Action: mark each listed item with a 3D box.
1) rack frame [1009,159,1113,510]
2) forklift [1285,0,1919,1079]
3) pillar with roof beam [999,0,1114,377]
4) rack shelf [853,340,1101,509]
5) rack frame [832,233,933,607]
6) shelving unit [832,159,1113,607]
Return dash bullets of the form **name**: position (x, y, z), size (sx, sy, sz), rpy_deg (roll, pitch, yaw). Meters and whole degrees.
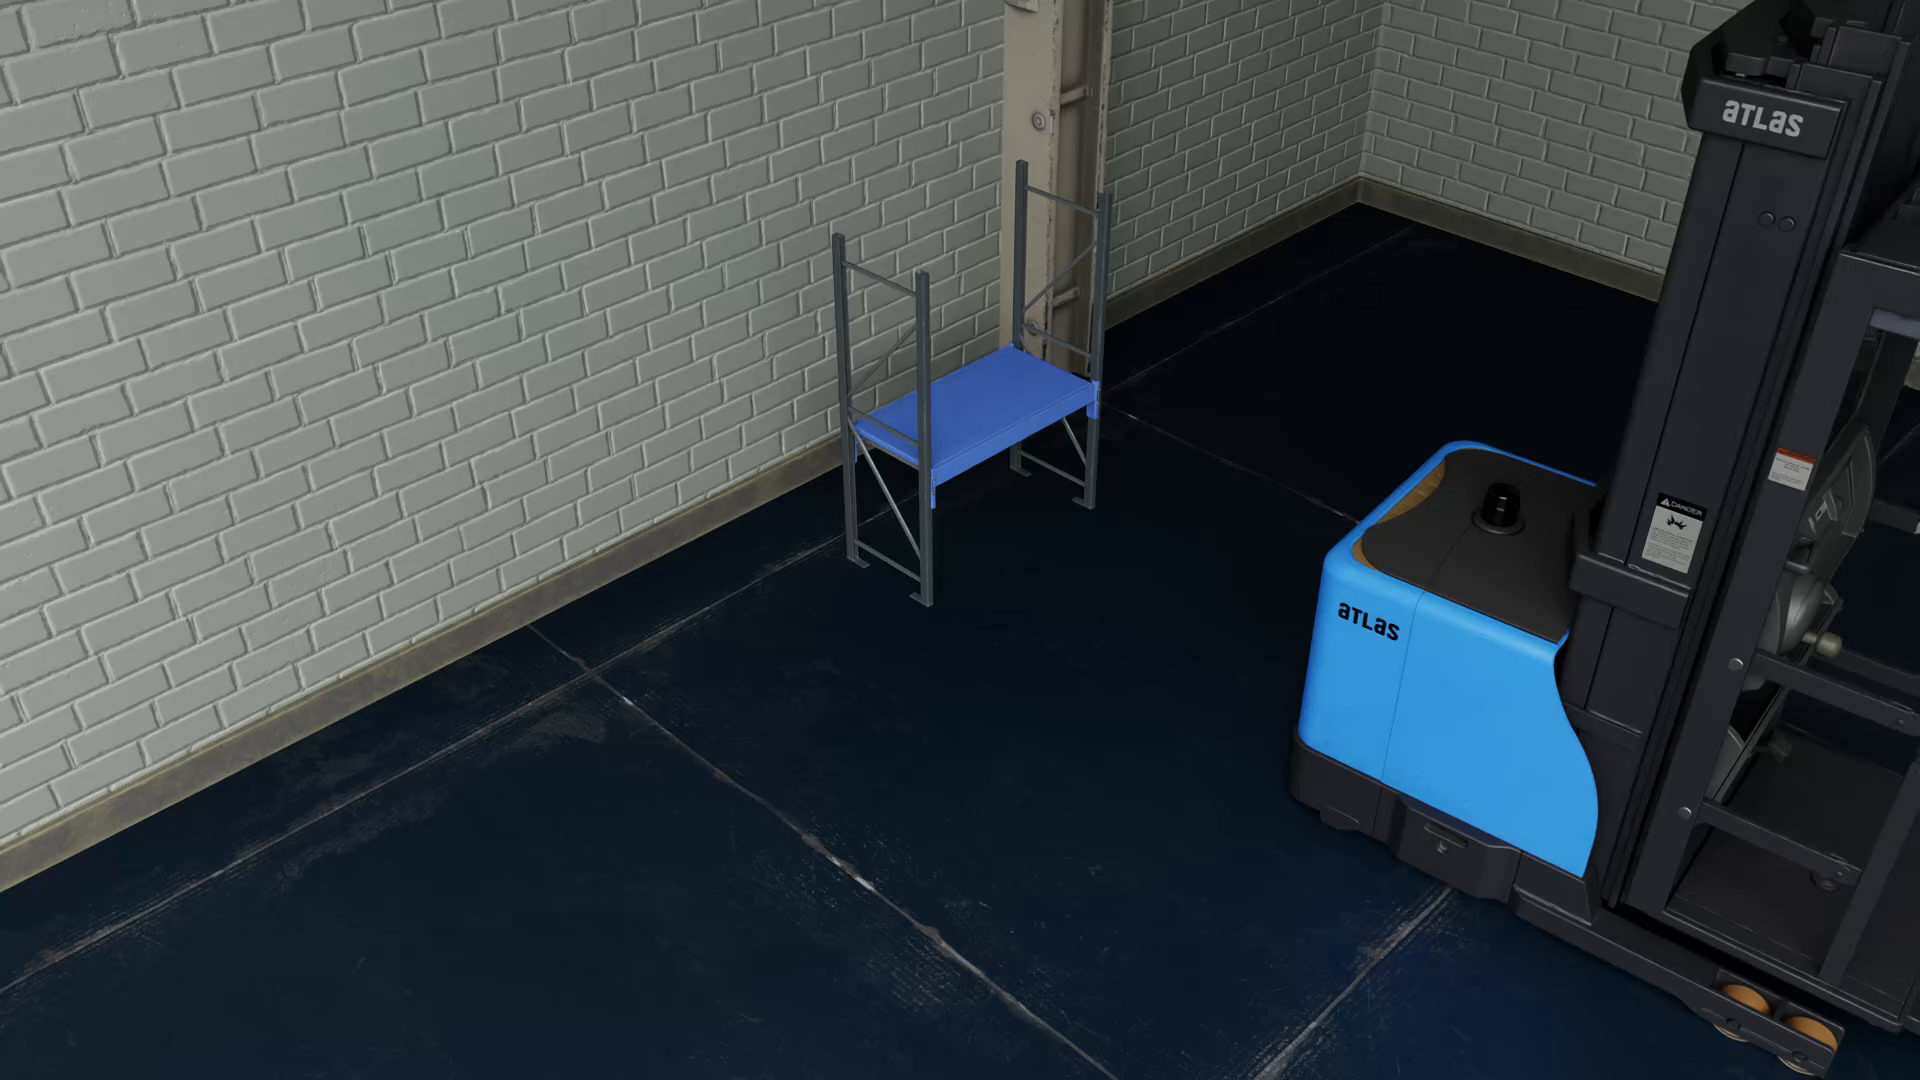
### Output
- **rack frame**: position (0.418, -0.856, 7.167), size (0.500, 1.500, 0.032), rpy_deg (30, 45, 35)
- **forklift**: position (2.616, 0.045, 4.623), size (3.031, 2.935, 1.130), rpy_deg (25, 42, 31)
- **pillar with roof beam**: position (3.494, -2.785, 3.376), size (9.100, 9.000, 0.400), rpy_deg (30, 45, 35)
- **rack shelf**: position (0.060, -0.502, 6.974), size (0.538, 0.185, 1.000), rpy_deg (30, 45, 35)
- **rack frame**: position (-0.298, -0.443, 6.575), size (0.500, 1.500, 0.032), rpy_deg (30, 45, 35)
- **shelving unit**: position (0.060, -0.650, 6.871), size (0.538, 1.500, 1.048), rpy_deg (30, 45, 35)
